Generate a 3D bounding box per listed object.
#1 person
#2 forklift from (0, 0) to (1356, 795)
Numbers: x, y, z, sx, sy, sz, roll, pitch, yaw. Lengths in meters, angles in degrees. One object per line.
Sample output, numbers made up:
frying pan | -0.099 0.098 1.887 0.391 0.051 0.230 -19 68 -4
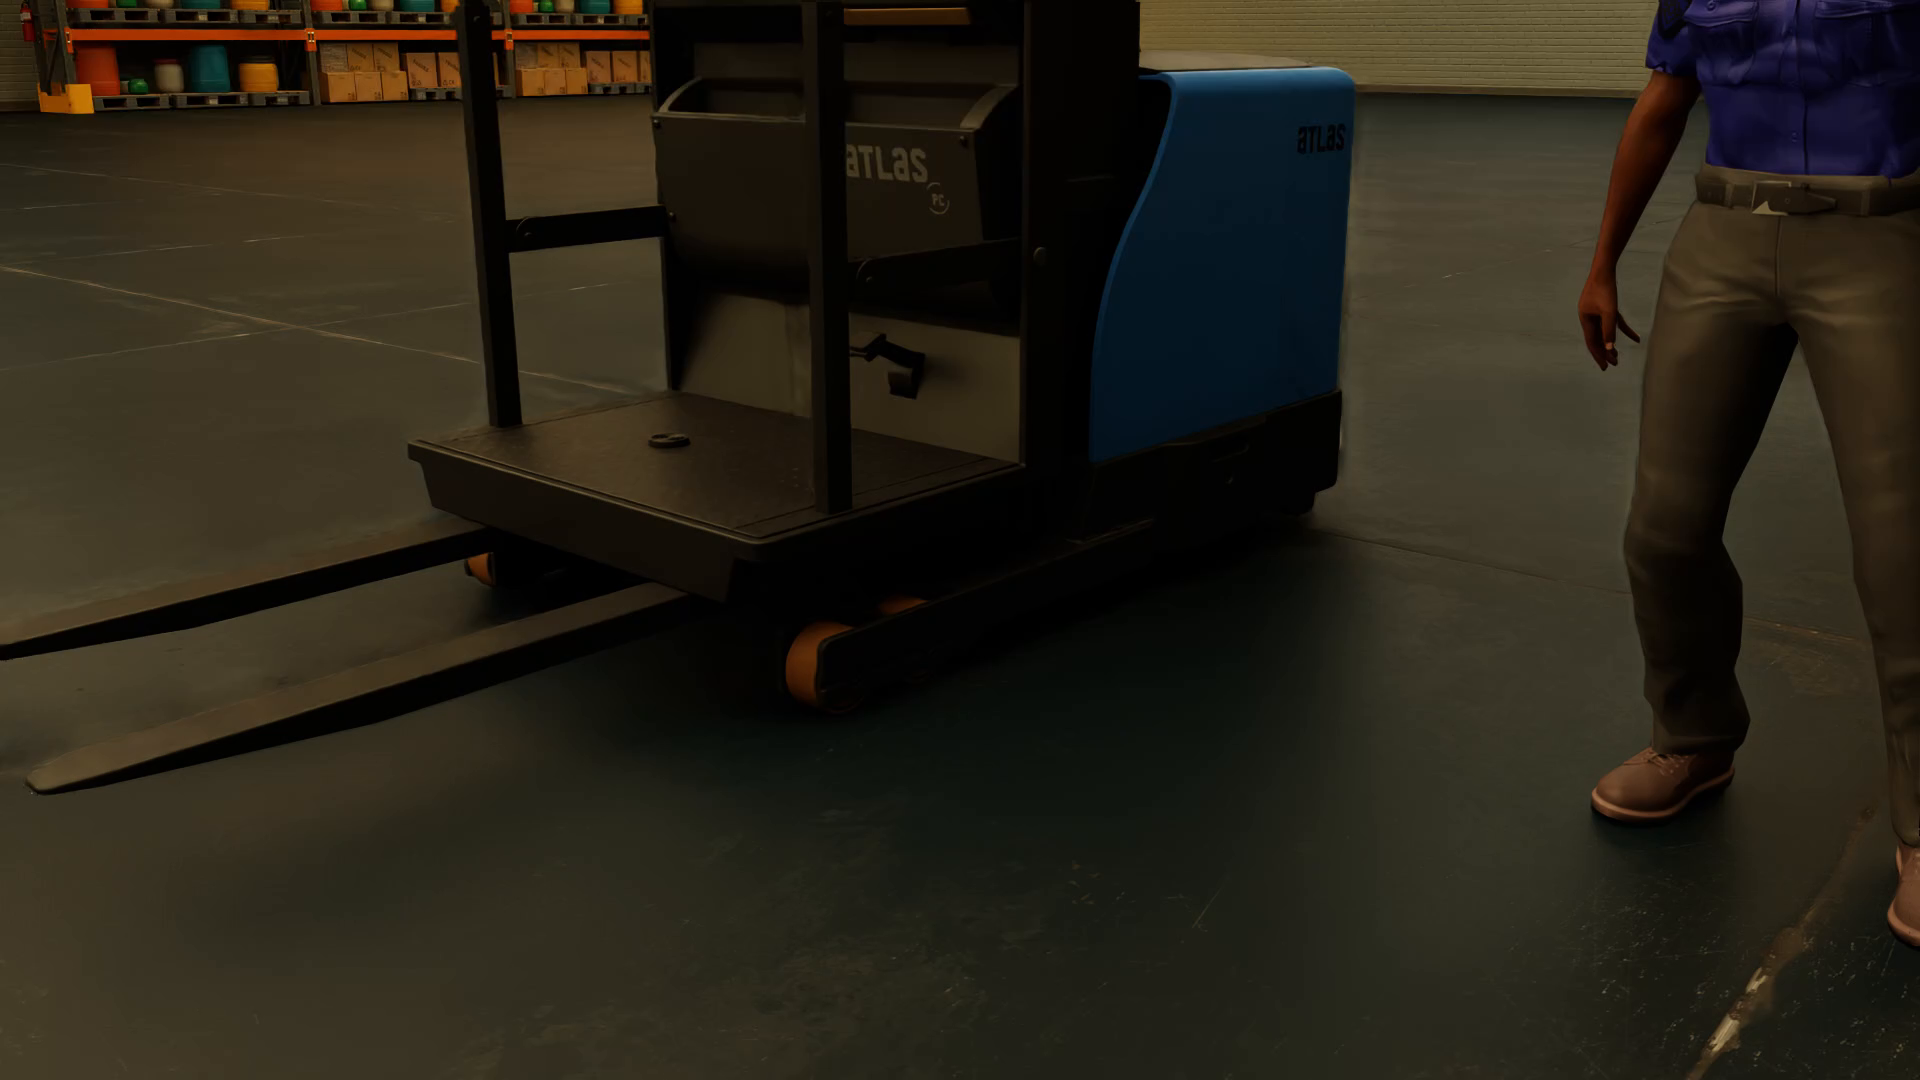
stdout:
person | 1.169 -0.339 2.260 0.361 1.632 0.725 -15 23 -41
forklift | -0.411 -1.261 3.049 1.130 2.935 3.031 15 22 40
